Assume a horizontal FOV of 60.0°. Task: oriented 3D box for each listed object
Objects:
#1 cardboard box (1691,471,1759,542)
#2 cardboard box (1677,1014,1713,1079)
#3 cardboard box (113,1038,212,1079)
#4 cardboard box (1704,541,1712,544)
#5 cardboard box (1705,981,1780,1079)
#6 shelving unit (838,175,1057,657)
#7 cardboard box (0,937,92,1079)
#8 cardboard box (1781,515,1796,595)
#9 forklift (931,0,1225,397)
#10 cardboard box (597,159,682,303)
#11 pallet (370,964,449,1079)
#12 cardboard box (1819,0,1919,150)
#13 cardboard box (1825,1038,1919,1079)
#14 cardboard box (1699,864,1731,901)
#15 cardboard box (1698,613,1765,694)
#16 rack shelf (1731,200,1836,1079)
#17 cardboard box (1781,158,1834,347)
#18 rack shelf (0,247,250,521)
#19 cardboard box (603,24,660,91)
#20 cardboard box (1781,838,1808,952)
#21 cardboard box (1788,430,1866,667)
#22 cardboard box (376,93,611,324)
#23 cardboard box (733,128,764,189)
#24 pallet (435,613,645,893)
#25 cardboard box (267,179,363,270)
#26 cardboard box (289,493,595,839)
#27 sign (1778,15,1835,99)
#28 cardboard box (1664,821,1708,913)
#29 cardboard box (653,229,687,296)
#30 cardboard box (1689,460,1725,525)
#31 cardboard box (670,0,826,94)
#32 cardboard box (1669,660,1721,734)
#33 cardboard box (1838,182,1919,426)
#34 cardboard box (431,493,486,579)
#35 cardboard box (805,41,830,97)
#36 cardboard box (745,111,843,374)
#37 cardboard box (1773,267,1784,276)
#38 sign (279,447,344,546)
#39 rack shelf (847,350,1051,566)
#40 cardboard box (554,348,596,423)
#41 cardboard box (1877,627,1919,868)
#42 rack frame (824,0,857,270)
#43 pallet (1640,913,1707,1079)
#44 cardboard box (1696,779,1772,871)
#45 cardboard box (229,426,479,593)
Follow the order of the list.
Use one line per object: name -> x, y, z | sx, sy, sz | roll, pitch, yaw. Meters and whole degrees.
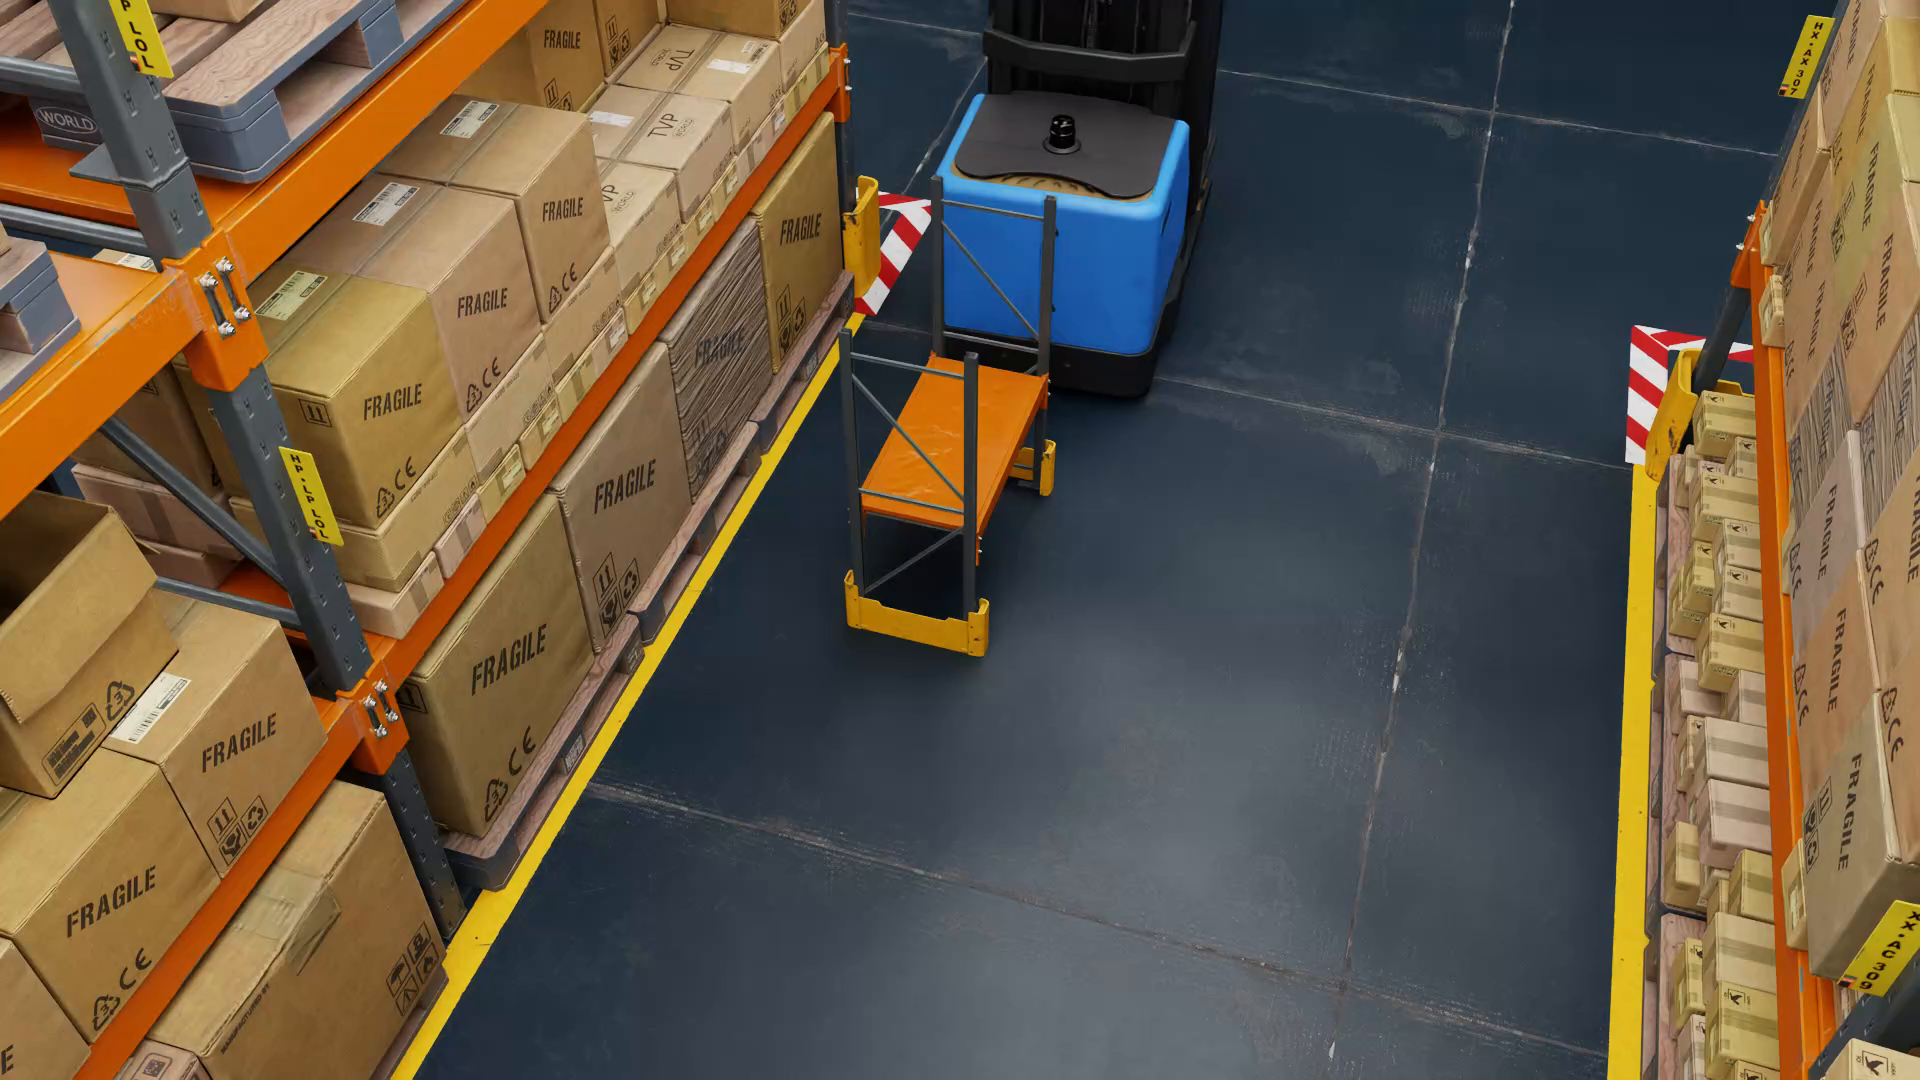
cardboard box -> 3.041, -0.100, 6.419 | 0.380, 0.149, 0.250 | 12, 46, 12
cardboard box -> 2.342, 1.585, 4.910 | 0.380, 0.149, 0.250 | 11, 45, 11
cardboard box -> -2.661, 1.801, 4.383 | 1.225, 0.875, 0.875 | 11, 45, 11
cardboard box -> 3.157, 0.126, 6.614 | 0.380, 0.149, 0.250 | 13, 46, 13
cardboard box -> 2.379, 1.468, 4.816 | 0.380, 0.149, 0.250 | 13, 46, 13
shelving unit -> -0.023, -0.485, 6.573 | 0.587, 1.500, 1.083 | 13, 46, 13
cardboard box -> -2.406, 1.177, 3.730 | 0.500, 0.500, 0.500 | 12, 46, 12
cardboard box -> 2.748, 0.076, 5.107 | 0.380, 0.149, 0.250 | 13, 46, 13
forklift -> 0.735, -2.760, 7.874 | 1.130, 2.935, 3.031 | 10, 45, 10
cardboard box -> -1.361, -1.149, 6.073 | 0.500, 0.250, 0.500 | 13, 46, 13
pallet -> -2.379, 1.692, 5.269 | 1.003, 0.211, 1.213 | 13, 46, 13
cardboard box -> 3.302, -1.639, 5.681 | 0.500, 0.500, 0.500 | 12, 46, 12
cardboard box -> 1.922, 1.175, 3.257 | 0.380, 0.149, 0.250 | 15, 46, 15
cardboard box -> 2.635, 1.083, 5.423 | 0.380, 0.149, 0.250 | 14, 46, 13
cardboard box -> 2.829, 0.432, 5.876 | 0.380, 0.149, 0.250 | 13, 46, 13
rack shelf -> 3.085, 0.207, 5.307 | 1.077, 0.370, 4.000 | 13, 46, 13
cardboard box -> 3.154, -0.922, 5.663 | 0.500, 0.500, 0.500 | 13, 46, 13
rack shelf -> -2.822, 0.683, 2.676 | 1.077, 0.370, 4.000 | 13, 46, 13
cardboard box -> -1.559, -1.943, 6.884 | 0.500, 0.250, 0.500 | 12, 46, 12
cardboard box -> 2.317, 0.938, 4.225 | 0.380, 0.149, 0.250 | 11, 46, 11
cardboard box -> 2.667, 0.082, 4.637 | 0.500, 0.500, 0.500 | 12, 46, 12
cardboard box -> -1.518, -1.095, 5.482 | 0.500, 0.500, 0.500 | 11, 45, 11
cardboard box -> -1.030, -1.596, 6.815 | 0.380, 0.149, 0.250 | 13, 46, 13
pallet -> -1.912, 0.672, 6.312 | 1.003, 0.211, 1.213 | 13, 46, 13
cardboard box -> -2.177, -0.852, 5.233 | 0.500, 0.500, 0.500 | 13, 46, 13
cardboard box -> -1.941, 0.352, 5.864 | 0.875, 0.875, 0.875 | 13, 46, 13
sign -> 3.174, -1.807, 6.232 | 0.100, 0.325, 0.005 | 13, 46, 13
cardboard box -> 2.587, 1.129, 5.589 | 0.380, 0.149, 0.250 | 12, 46, 12
cardboard box -> -1.263, -1.085, 6.293 | 0.380, 0.149, 0.250 | 13, 46, 13
cardboard box -> 3.151, -0.155, 6.688 | 0.380, 0.149, 0.250 | 12, 46, 12
cardboard box -> -0.899, -2.174, 7.121 | 0.500, 0.250, 0.500 | 12, 46, 12
cardboard box -> 2.831, 0.611, 6.118 | 0.380, 0.149, 0.250 | 10, 45, 11
cardboard box -> 2.826, -0.619, 4.638 | 0.500, 0.500, 0.500 | 11, 45, 11
cardboard box -> -1.731, -0.047, 5.232 | 0.380, 0.149, 0.250 | 11, 45, 11
cardboard box -> -0.799, -2.104, 7.334 | 0.380, 0.149, 0.250 | 13, 46, 13
cardboard box -> -1.123, -1.448, 7.703 | 0.875, 0.875, 0.875 | 13, 46, 13
cardboard box -> 3.243, -0.968, 6.173 | 0.380, 0.149, 0.250 | 14, 46, 14
sign -> -1.697, -0.112, 4.347 | 0.100, 0.325, 0.005 | 13, 46, 13
rack shelf -> -0.026, -0.351, 6.692 | 0.538, 0.185, 1.000 | 13, 46, 13
cardboard box -> -1.496, -0.569, 5.765 | 0.380, 0.149, 0.250 | 12, 46, 12
cardboard box -> 2.364, 0.413, 3.583 | 0.500, 0.500, 0.500 | 11, 45, 11
rack frame -> -1.005, -2.501, 7.560 | 1.000, 3.000, 0.127 | 13, 46, 13
pallet -> 2.649, 1.825, 5.133 | 1.003, 0.211, 1.213 | 13, 46, 13
cardboard box -> 2.595, 0.944, 5.352 | 0.380, 0.149, 0.250 | 10, 45, 11
cardboard box -> -1.825, -0.145, 5.047 | 0.500, 0.250, 0.500 | 12, 46, 12
